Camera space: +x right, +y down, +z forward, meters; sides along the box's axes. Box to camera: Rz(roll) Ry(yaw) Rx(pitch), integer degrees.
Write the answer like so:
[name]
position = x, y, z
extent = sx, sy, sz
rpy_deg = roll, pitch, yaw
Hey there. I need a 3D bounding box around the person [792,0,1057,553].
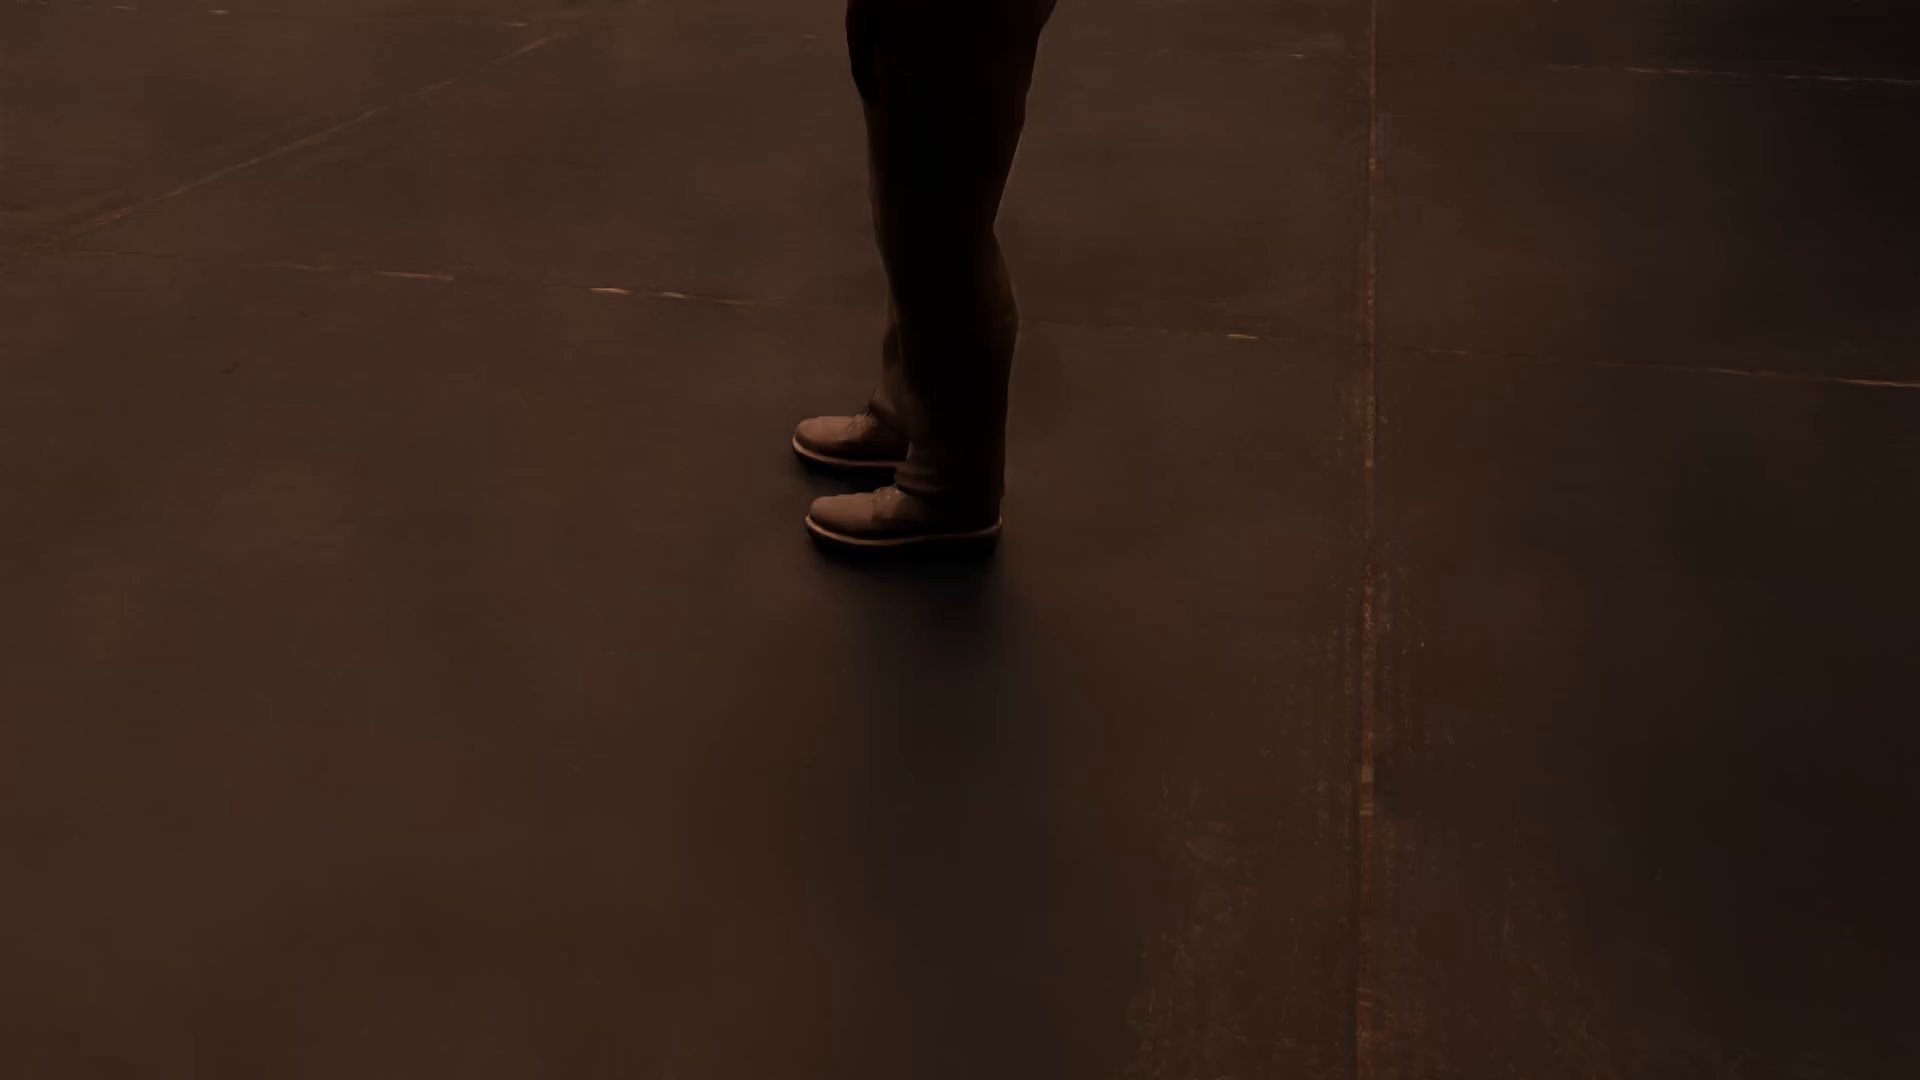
[person]
position = -0.070, -0.780, 2.147
extent = 0.527, 1.695, 0.570
rpy_deg = 6, 27, 11
